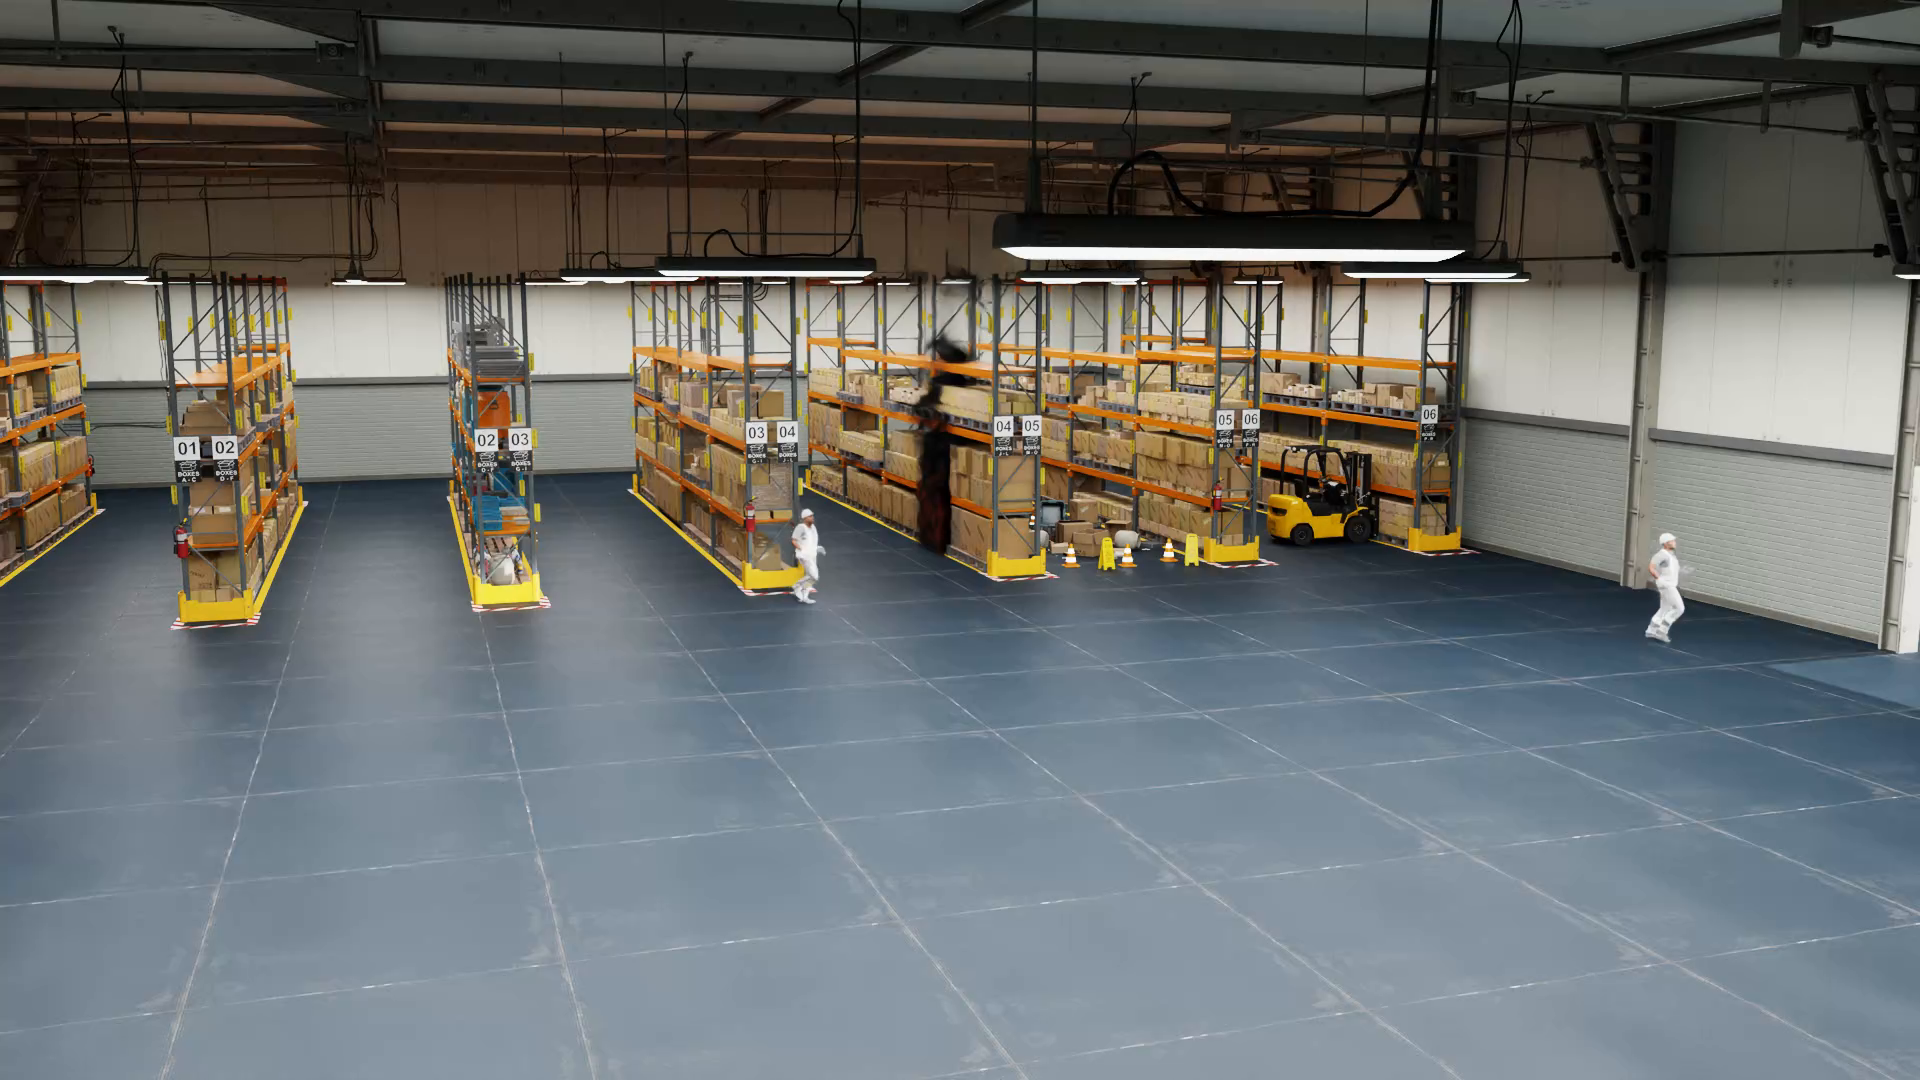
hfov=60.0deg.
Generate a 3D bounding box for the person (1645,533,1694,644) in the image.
[{"bbox_3d":[11.533,0.787,27.014,0.659,1.797,0.637,5,10,30],"label":"person"}]

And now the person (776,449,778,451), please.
[{"bbox_3d":[-4.799,-1.972,45.513,0.622,1.715,0.934,-2,9,-13],"label":"person"}]

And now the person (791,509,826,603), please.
[{"bbox_3d":[-2.789,0.300,30.409,0.565,1.742,0.652,4,9,23],"label":"person"}]
